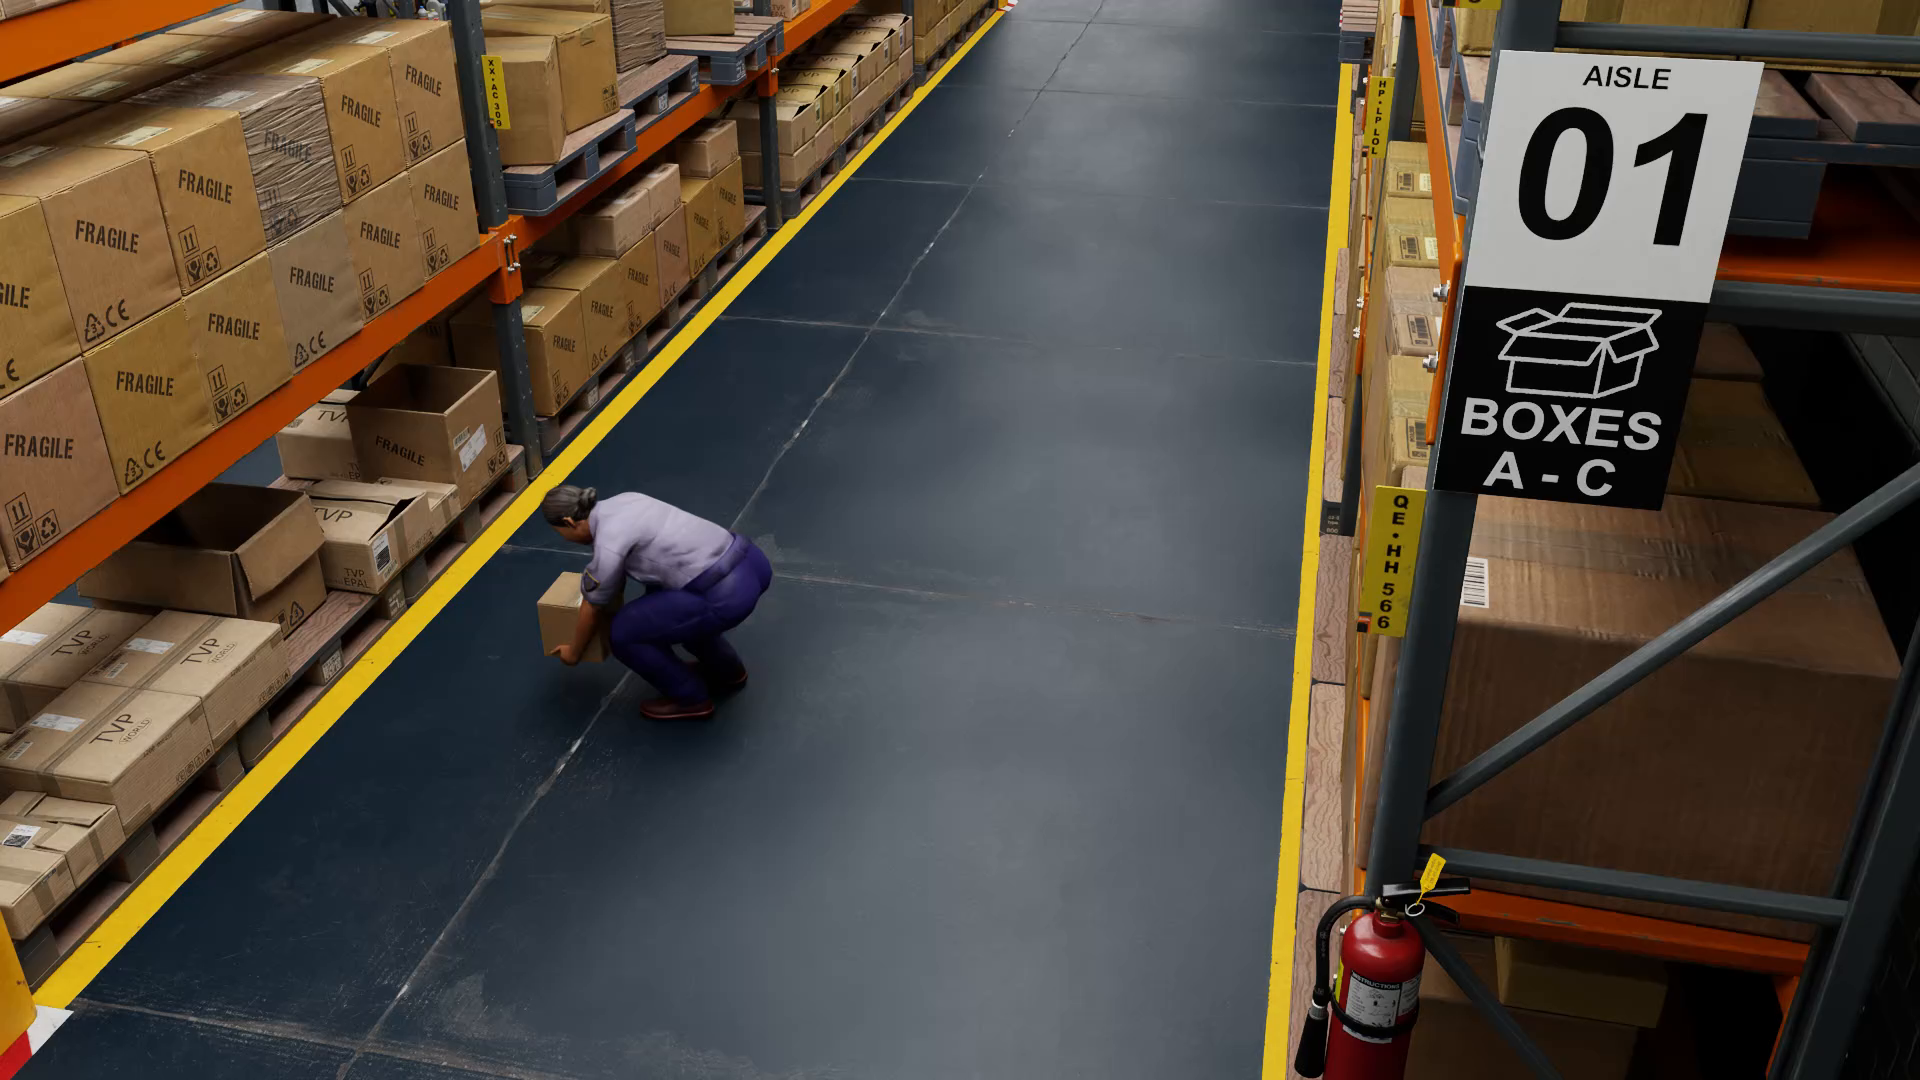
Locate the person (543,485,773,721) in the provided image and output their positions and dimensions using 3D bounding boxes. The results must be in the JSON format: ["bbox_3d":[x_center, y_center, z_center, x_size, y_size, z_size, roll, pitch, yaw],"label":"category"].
[{"bbox_3d":[-1.170,0.217,6.491,0.856,0.938,0.502,5,29,9],"label":"person"}]
